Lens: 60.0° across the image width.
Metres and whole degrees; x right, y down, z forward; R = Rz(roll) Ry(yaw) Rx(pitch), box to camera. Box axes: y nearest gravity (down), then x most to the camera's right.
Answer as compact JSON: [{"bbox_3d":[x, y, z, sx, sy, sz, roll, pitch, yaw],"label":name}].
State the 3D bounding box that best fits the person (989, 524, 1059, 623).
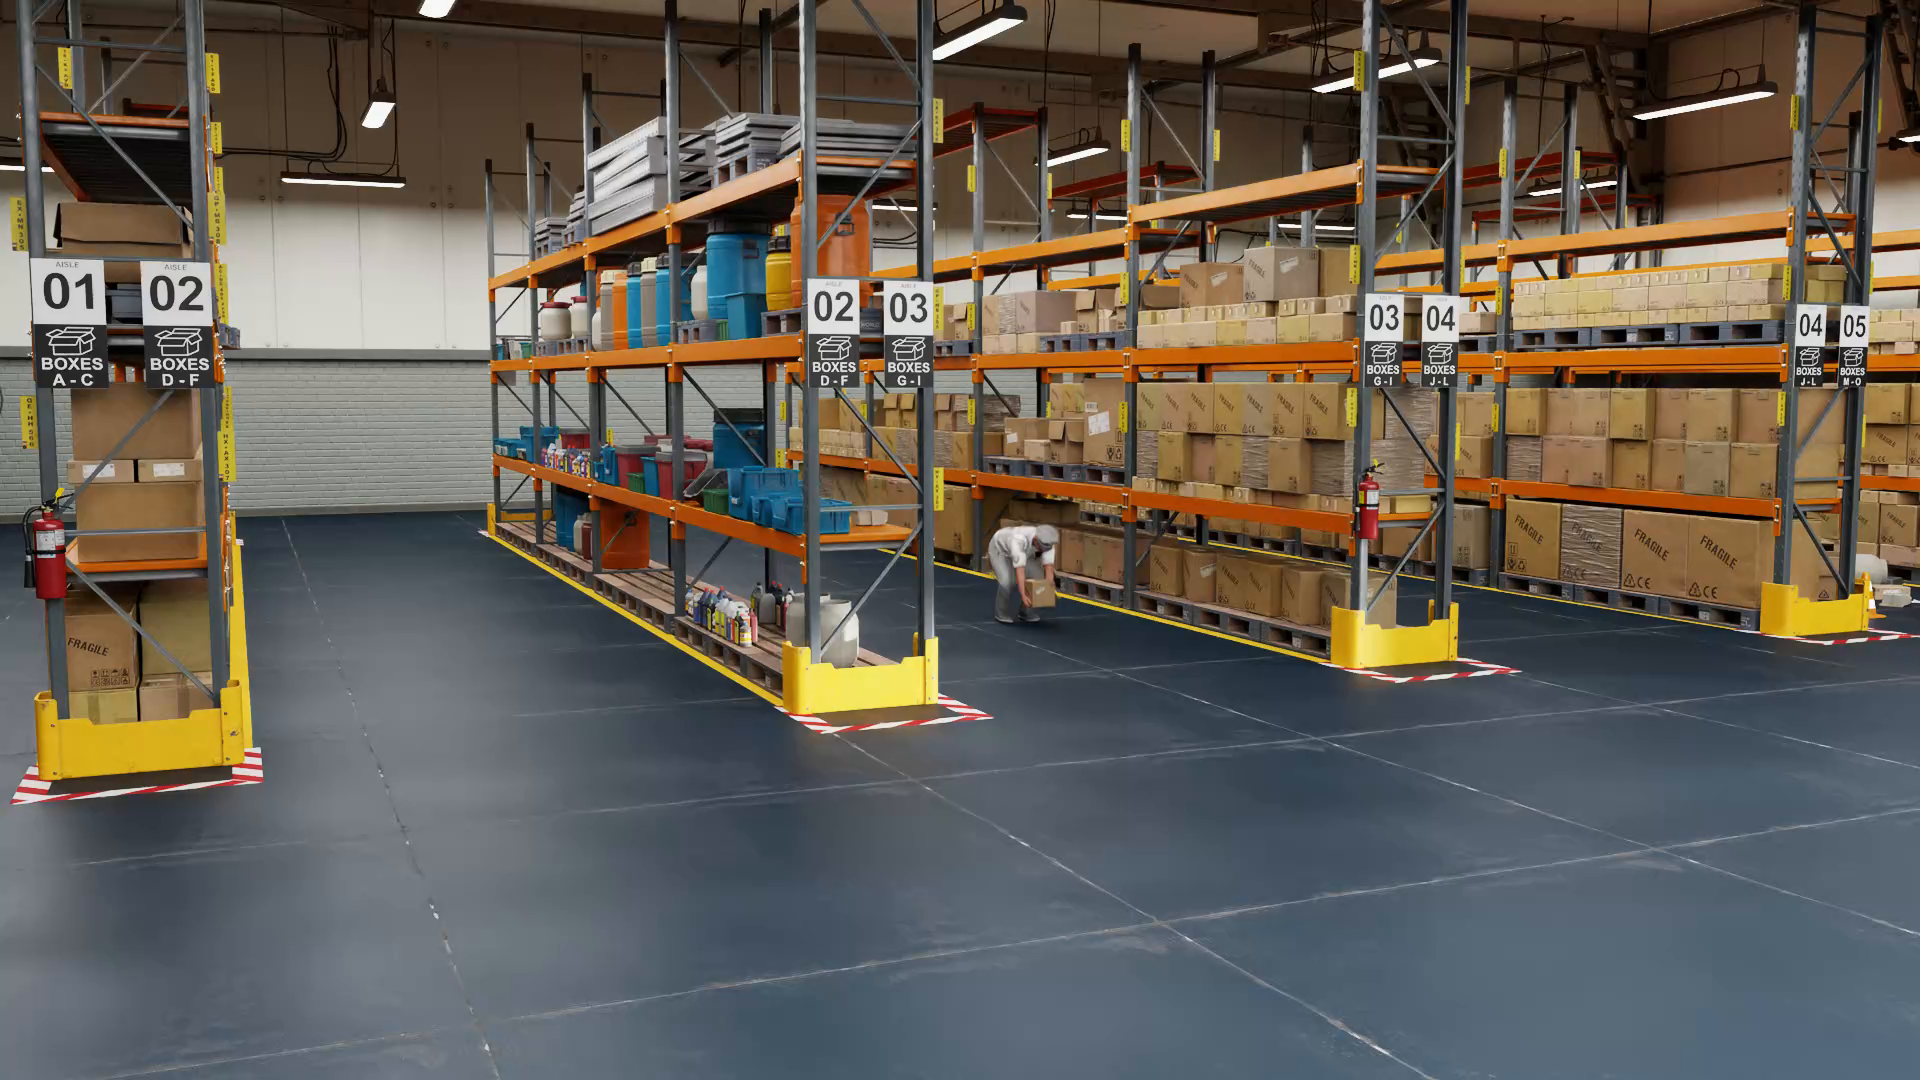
[{"bbox_3d":[0.668,0.334,16.973,0.541,1.042,1.029,-3,6,-26],"label":"person"}]
